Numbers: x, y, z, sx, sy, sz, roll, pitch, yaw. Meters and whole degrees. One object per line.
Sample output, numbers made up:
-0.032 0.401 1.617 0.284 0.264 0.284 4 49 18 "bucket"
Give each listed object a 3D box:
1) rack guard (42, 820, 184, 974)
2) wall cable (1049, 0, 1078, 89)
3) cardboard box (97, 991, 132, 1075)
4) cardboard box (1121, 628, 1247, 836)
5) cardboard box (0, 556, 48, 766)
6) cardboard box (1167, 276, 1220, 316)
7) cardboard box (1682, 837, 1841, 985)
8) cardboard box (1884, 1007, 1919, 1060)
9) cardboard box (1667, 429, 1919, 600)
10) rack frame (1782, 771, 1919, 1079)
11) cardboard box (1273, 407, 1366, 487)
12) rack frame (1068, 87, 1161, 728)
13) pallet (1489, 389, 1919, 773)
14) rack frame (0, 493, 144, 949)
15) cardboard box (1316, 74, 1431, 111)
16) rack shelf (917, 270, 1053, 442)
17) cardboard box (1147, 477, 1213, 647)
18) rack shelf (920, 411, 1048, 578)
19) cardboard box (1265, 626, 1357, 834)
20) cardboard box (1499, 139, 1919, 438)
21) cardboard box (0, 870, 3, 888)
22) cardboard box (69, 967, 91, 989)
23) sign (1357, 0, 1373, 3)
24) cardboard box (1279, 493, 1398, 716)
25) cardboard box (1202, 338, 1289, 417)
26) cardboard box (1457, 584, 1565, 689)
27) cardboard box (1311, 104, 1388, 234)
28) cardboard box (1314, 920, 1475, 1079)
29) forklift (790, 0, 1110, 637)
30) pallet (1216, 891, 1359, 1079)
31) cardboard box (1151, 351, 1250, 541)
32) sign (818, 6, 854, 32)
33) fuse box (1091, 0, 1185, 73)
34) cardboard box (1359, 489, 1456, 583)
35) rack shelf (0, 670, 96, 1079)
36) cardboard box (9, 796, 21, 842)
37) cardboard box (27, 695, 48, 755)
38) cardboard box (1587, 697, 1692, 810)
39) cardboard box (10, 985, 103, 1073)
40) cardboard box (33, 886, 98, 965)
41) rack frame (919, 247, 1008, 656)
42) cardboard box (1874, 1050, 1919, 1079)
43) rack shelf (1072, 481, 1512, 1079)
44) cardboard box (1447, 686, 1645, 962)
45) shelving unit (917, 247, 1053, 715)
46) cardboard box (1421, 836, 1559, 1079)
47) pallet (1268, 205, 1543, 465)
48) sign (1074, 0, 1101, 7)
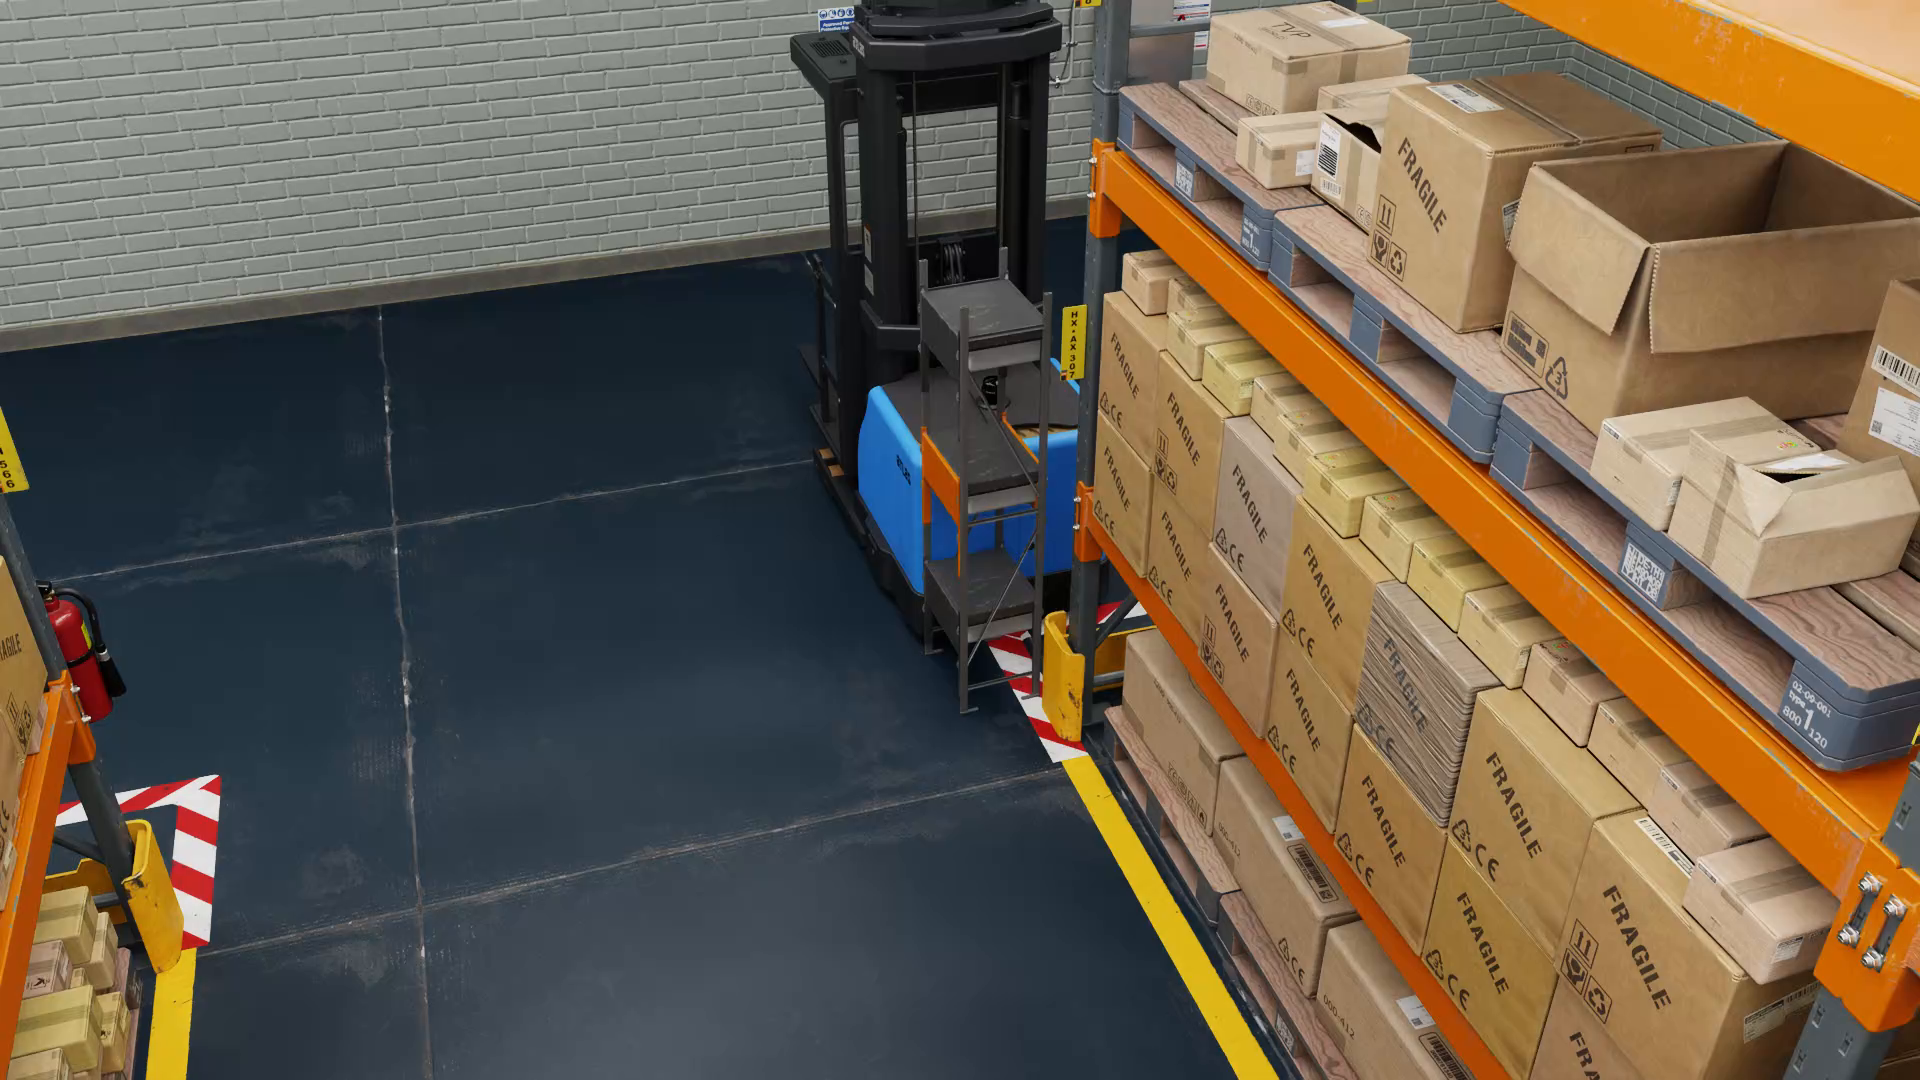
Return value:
-3.673 1.482 6.374 1.175 0.500 0.348 -10 35 -15 "rack guard"
0.592 -4.111 11.649 0.588 1.984 0.122 -10 35 -15 "wall cable"
-3.162 1.773 5.871 0.380 0.149 0.250 -9 35 -13 "cardboard box"
1.284 0.737 7.176 0.875 0.438 0.875 -11 35 -16 "cardboard box"
-3.314 0.426 5.344 0.500 0.500 0.500 -9 35 -14 "cardboard box"
0.979 -0.857 6.060 0.380 0.149 0.250 -9 35 -14 "cardboard box"
1.810 0.776 3.588 0.380 0.149 0.250 -11 35 -16 "cardboard box"
2.293 0.864 4.043 0.500 0.500 0.500 -10 35 -14 "cardboard box"
1.708 -0.080 3.399 0.396 0.266 0.258 -9 34 -13 "cardboard box"
2.207 1.614 3.907 1.000 3.000 0.127 -10 35 -15 "rack frame"
1.213 -0.299 5.216 0.380 0.149 0.250 -10 35 -14 "cardboard box"
0.987 -0.486 7.085 1.000 3.000 0.127 -10 35 -15 "rack frame"
1.968 -0.032 3.757 1.003 0.211 1.213 -10 35 -15 "pallet"
-3.696 0.399 5.745 1.000 3.000 0.127 -10 35 -15 "rack frame"
1.414 -1.422 5.536 0.380 0.149 0.250 -13 36 -18 "cardboard box"
0.102 -0.794 7.121 0.431 0.518 0.480 -12 35 -17 "rack shelf"
1.041 0.033 6.208 0.500 0.500 0.500 -10 35 -15 "cardboard box"
0.102 -0.210 7.507 0.431 0.518 0.480 -12 35 -17 "rack shelf"
1.348 0.563 5.405 0.500 0.500 0.500 -9 34 -13 "cardboard box"
1.765 -0.600 3.971 0.797 0.503 0.637 -7 34 -11 "cardboard box"
-2.998 0.962 4.533 0.500 0.500 0.500 -10 35 -15 "cardboard box"
-3.235 1.665 5.765 0.380 0.149 0.250 -11 35 -16 "cardboard box"
1.508 -2.158 6.163 0.100 0.325 0.005 -10 35 -15 "sign"
1.344 0.155 5.116 0.500 0.500 0.500 -10 35 -15 "cardboard box"
1.047 -0.566 5.620 0.380 0.149 0.250 -11 35 -16 "cardboard box"
1.561 0.231 4.412 0.380 0.149 0.250 -10 35 -15 "cardboard box"
1.396 -1.123 4.937 0.500 0.311 0.500 -9 35 -14 "cardboard box"
1.844 1.690 5.735 0.875 0.438 0.875 -11 35 -16 "cardboard box"
-0.207 -1.551 8.758 1.130 2.935 3.031 -11 35 -16 "forklift"
1.674 1.723 6.271 1.003 0.211 1.213 -10 35 -15 "pallet"
1.027 -0.375 5.919 0.500 0.500 0.500 -11 35 -16 "cardboard box"
-0.820 -3.580 11.521 0.327 0.218 0.001 -10 35 -15 "sign"
1.290 -3.182 12.333 0.539 1.711 0.414 -10 35 -15 "fuse box"
1.391 -0.032 4.812 0.380 0.149 0.250 -10 35 -15 "cardboard box"
-3.086 1.749 4.354 1.077 0.370 4.000 -10 35 -15 "rack shelf"
-3.197 0.893 5.224 0.380 0.149 0.250 -10 35 -15 "cardboard box"
-3.328 0.627 5.627 0.380 0.149 0.250 -10 35 -15 "cardboard box"
1.766 0.487 4.026 0.380 0.149 0.250 -10 35 -15 "cardboard box"
-3.071 1.657 5.507 0.380 0.149 0.250 -11 35 -16 "cardboard box"
-3.293 1.400 5.895 0.380 0.149 0.250 -10 35 -14 "cardboard box"
0.016 -0.347 7.690 0.400 2.100 0.015 -12 35 -17 "rack frame"
2.313 1.282 4.319 0.500 0.500 0.500 -9 34 -13 "cardboard box"
1.597 0.864 5.694 1.077 0.370 4.000 -10 35 -15 "rack shelf"
1.653 0.686 4.313 0.500 0.500 0.500 -11 35 -15 "cardboard box"
0.102 -0.221 7.499 0.431 2.100 0.503 -12 35 -17 "shelving unit"
1.660 1.102 4.590 0.500 0.500 0.500 -11 35 -16 "cardboard box"
1.599 -0.672 4.724 1.003 0.211 1.213 -10 35 -15 "pallet"
0.457 -2.045 5.859 0.100 0.325 0.005 -10 35 -15 "sign"
